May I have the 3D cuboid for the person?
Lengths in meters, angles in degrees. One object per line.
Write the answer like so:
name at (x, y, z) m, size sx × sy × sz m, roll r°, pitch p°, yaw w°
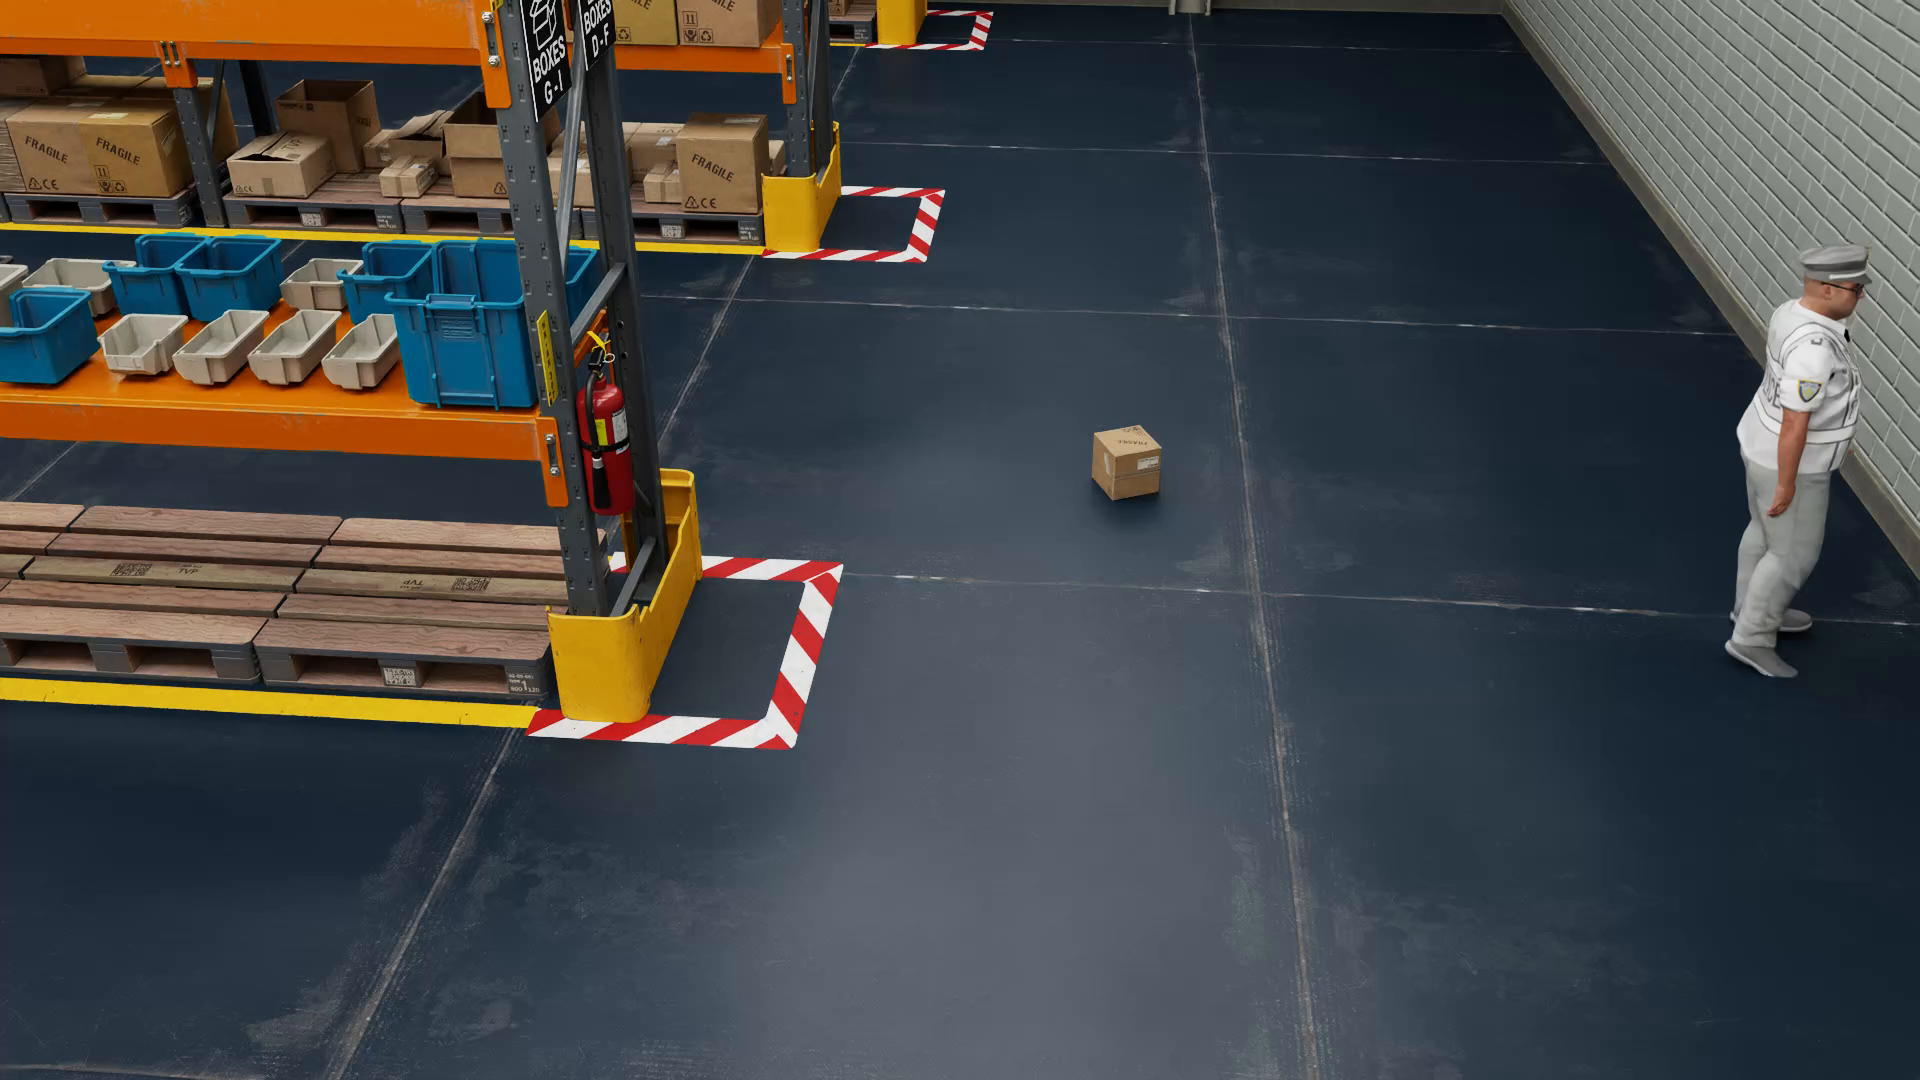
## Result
person at (3.375, -0.311, 6.651) m, size 0.513 × 1.829 × 0.558 m, roll 6°, pitch 32°, yaw 10°
